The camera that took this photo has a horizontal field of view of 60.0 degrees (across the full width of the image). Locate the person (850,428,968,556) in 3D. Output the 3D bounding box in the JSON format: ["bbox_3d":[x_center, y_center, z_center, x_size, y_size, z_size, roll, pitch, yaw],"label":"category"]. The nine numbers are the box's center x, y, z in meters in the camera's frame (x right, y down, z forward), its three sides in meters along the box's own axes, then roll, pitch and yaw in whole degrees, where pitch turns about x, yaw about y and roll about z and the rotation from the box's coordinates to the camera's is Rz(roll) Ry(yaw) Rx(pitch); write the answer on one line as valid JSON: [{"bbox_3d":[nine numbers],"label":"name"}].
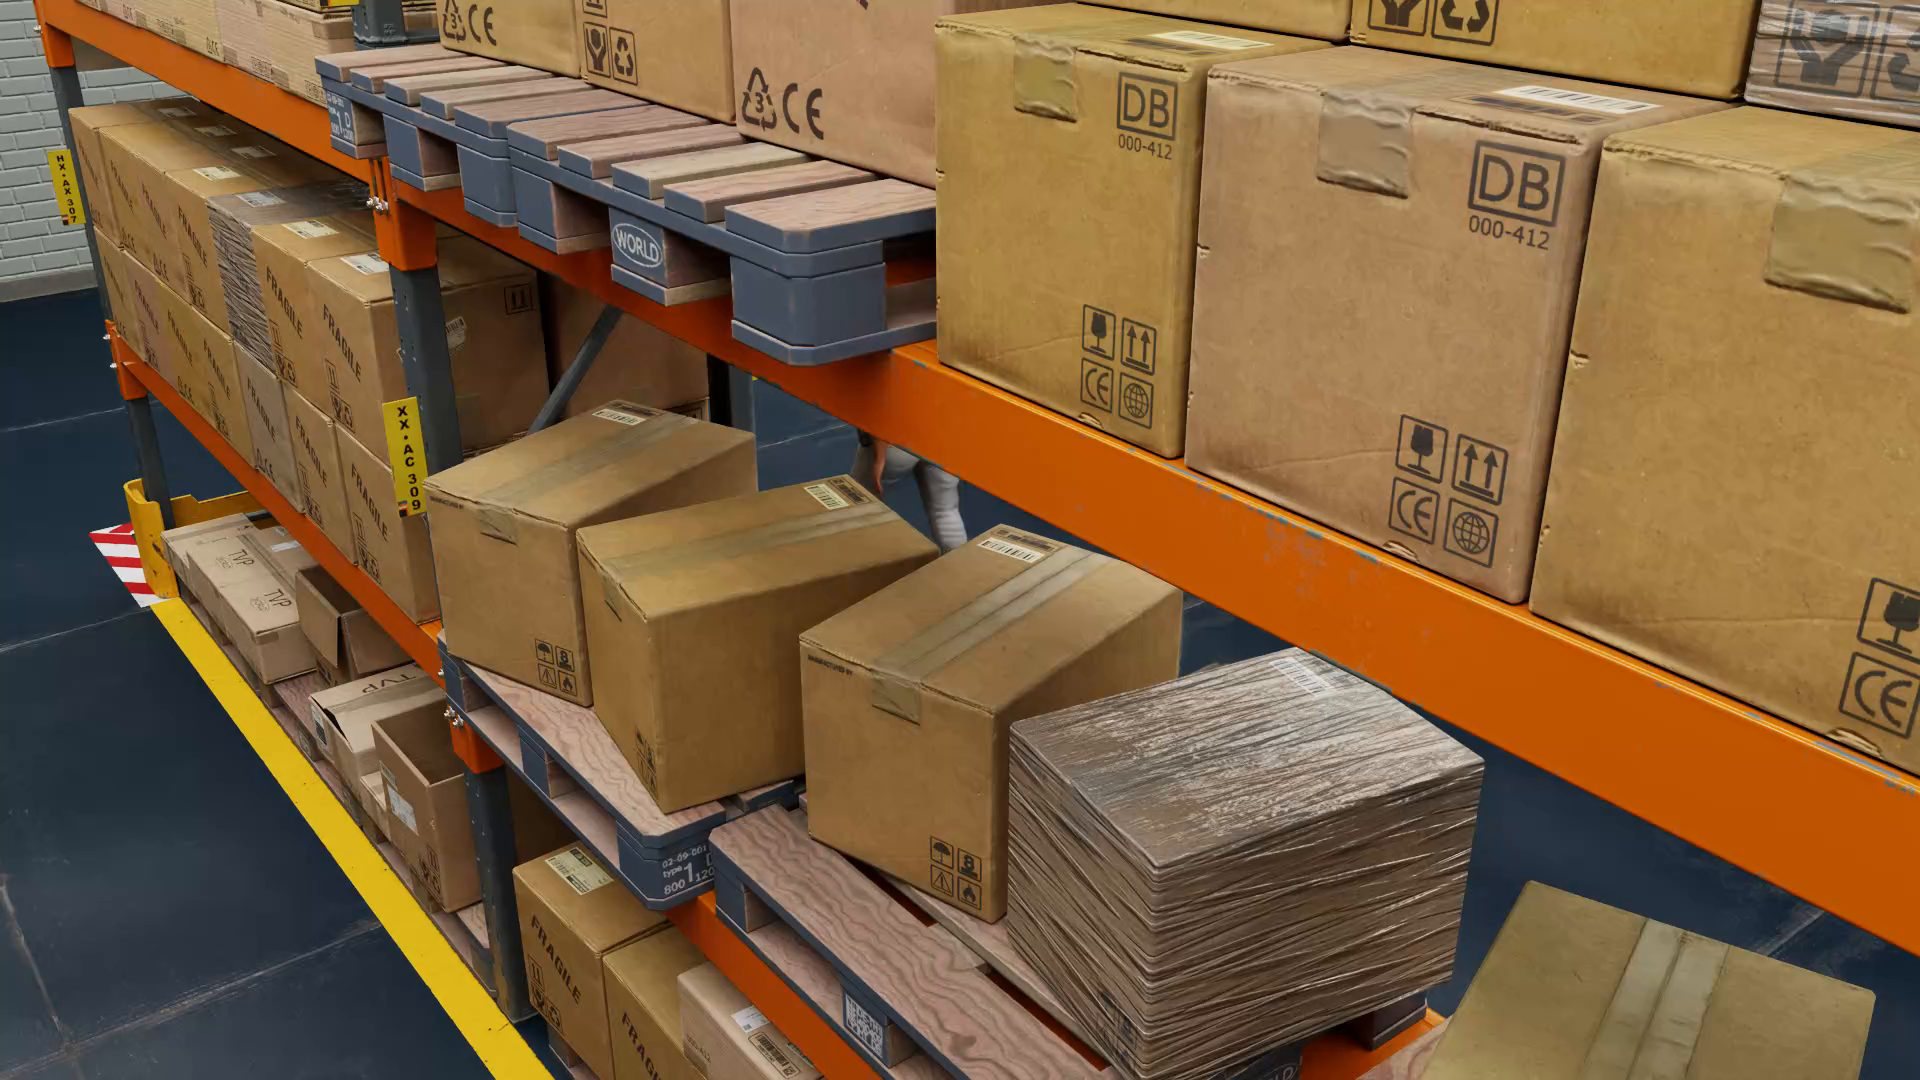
[{"bbox_3d":[-0.289,-0.507,7.667,0.514,1.606,0.993,-15,29,-29],"label":"person"}]
